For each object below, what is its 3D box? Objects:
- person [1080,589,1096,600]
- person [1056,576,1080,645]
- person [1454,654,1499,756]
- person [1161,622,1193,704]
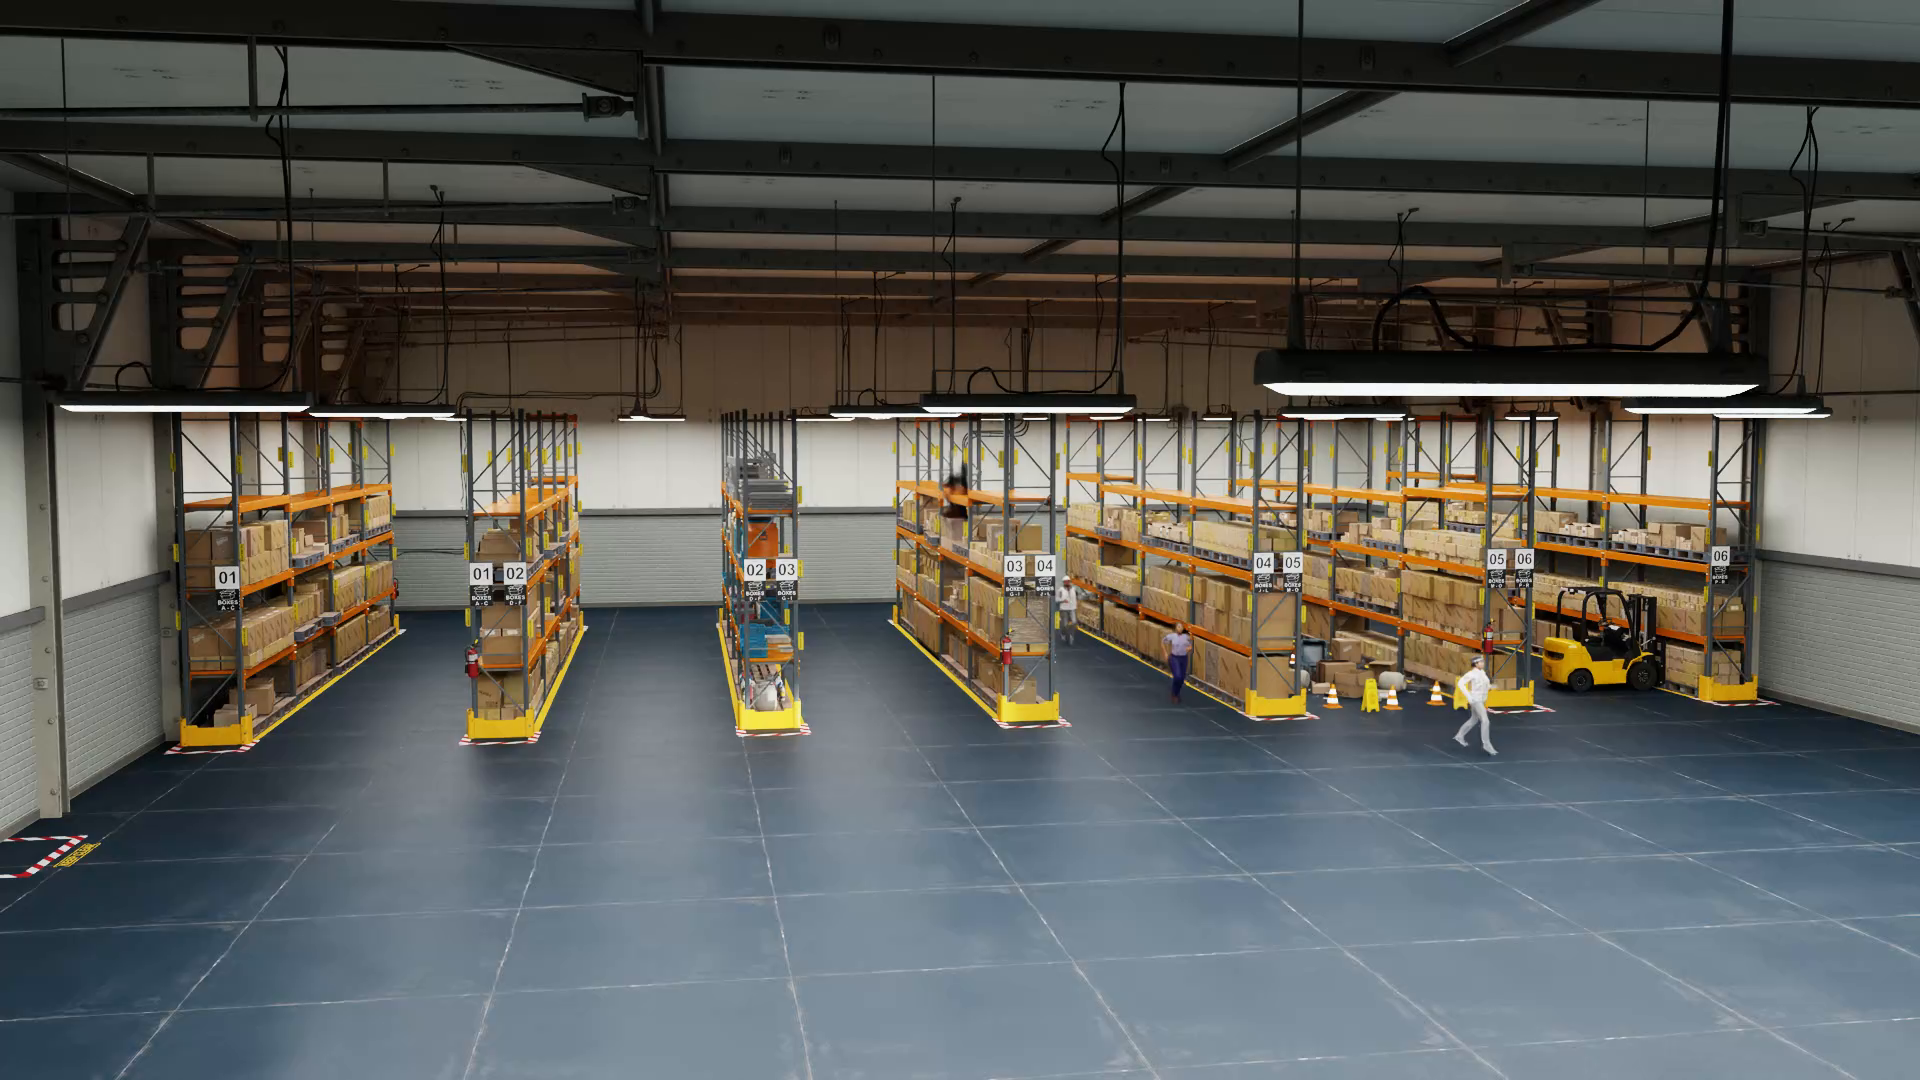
[{"bbox_3d":[3.841,1.367,50.037,0.734,1.730,0.951,1,4,19],"label":"person"},{"bbox_3d":[2.823,1.838,43.376,0.652,1.809,0.755,0,4,-6],"label":"person"},{"bbox_3d":[9.019,2.842,29.005,0.848,1.730,0.596,3,5,39],"label":"person"},{"bbox_3d":[4.493,2.528,34.189,0.576,1.697,0.707,-1,4,-19],"label":"person"}]
